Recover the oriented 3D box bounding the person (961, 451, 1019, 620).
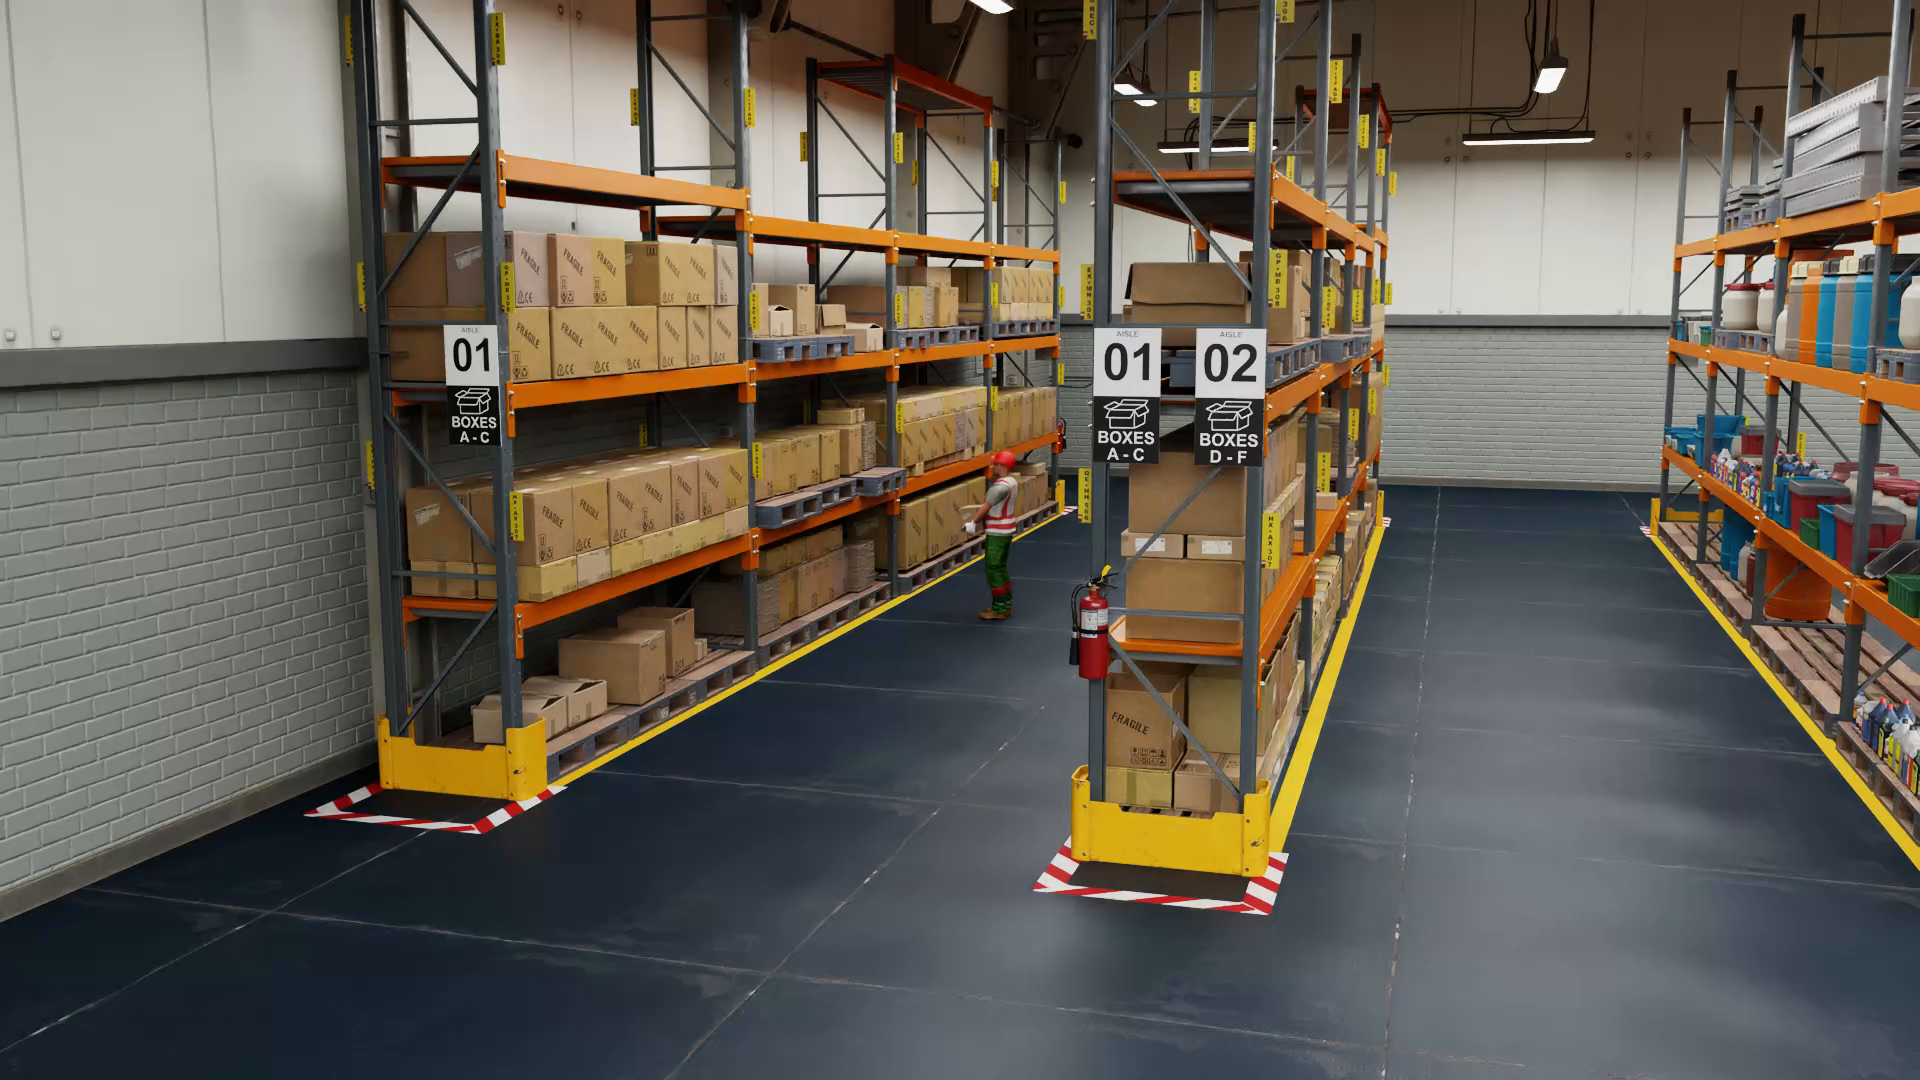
[{"bbox_3d":[0.318,-0.060,17.681,0.560,1.782,0.494,3,9,17],"label":"person"}]
